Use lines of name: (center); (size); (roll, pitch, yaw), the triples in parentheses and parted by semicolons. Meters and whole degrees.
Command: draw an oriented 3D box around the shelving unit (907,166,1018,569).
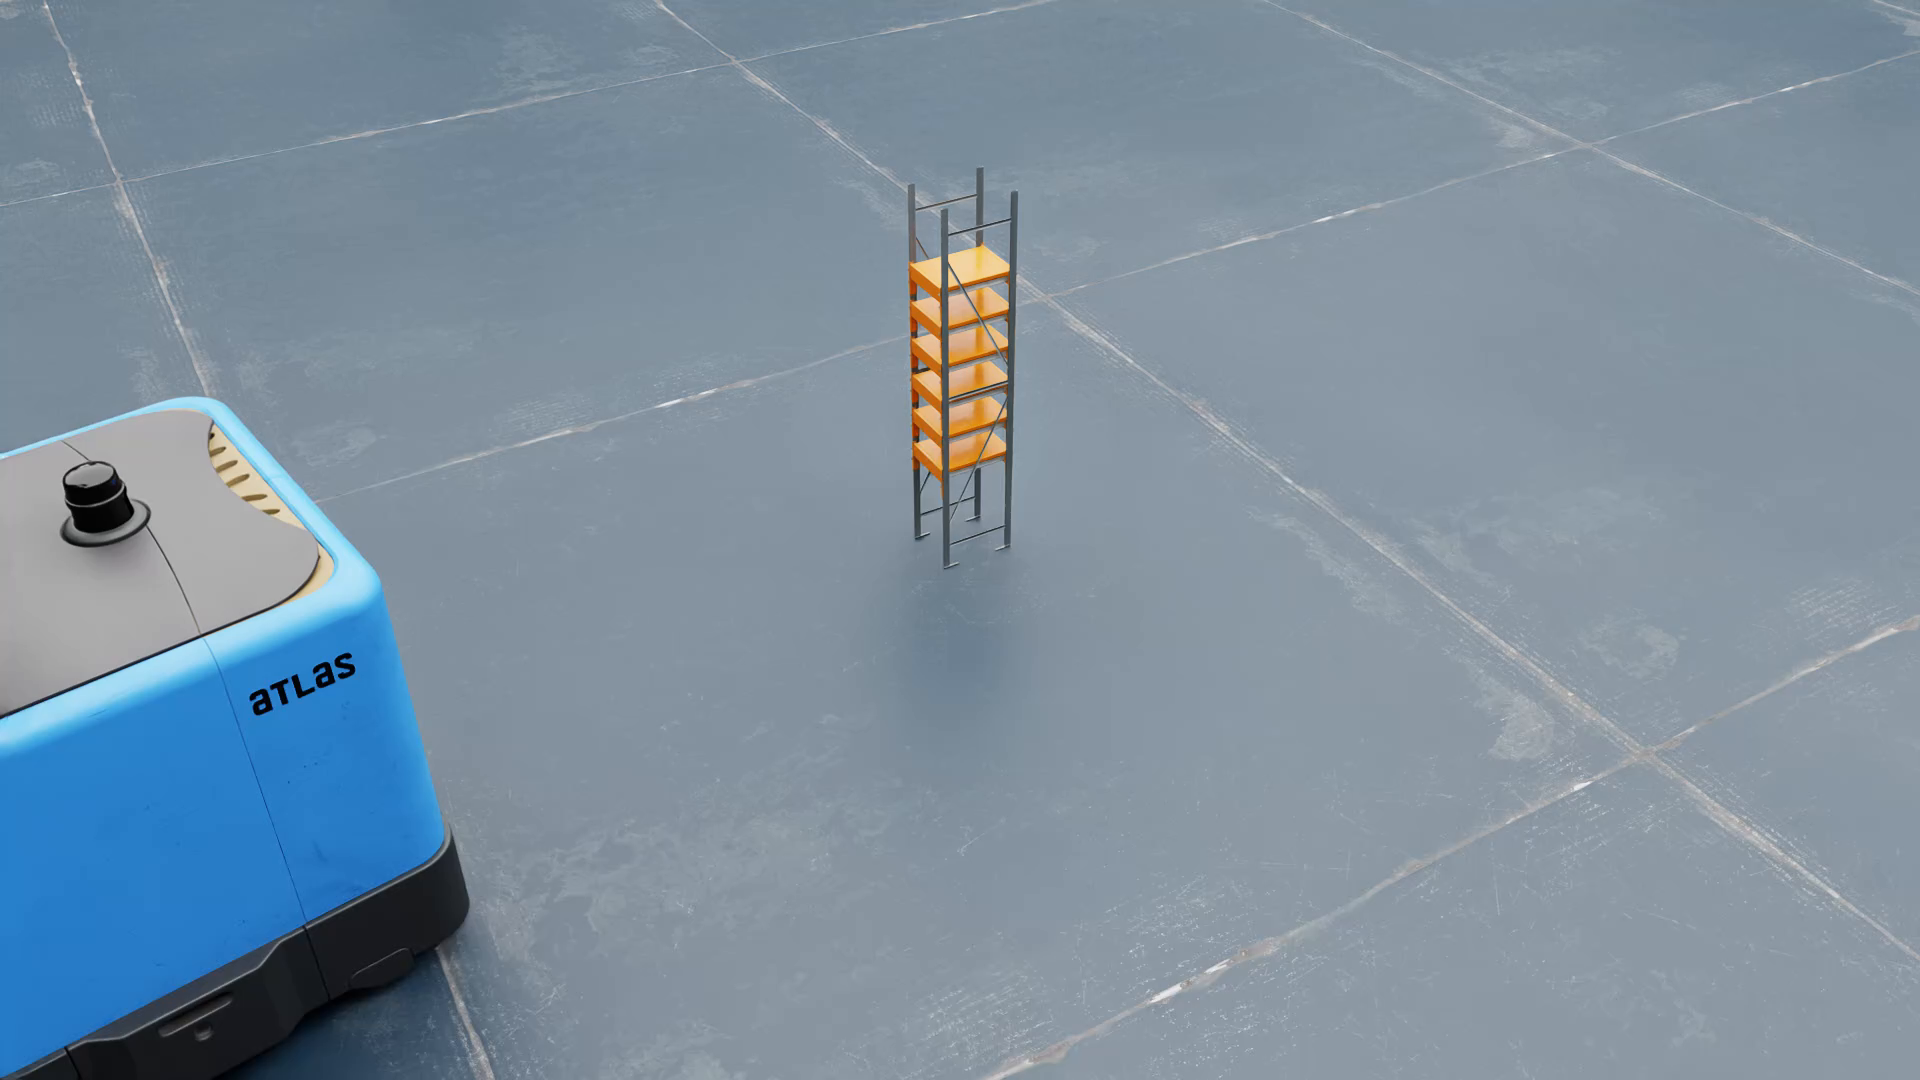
shelving unit: (0.007, -0.477, 4.886); (0.258, 1.200, 0.189); (-19, 40, -24)

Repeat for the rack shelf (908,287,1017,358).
rack shelf: (0.007, -0.635, 4.771); (0.258, 0.103, 0.180); (-19, 40, -24)

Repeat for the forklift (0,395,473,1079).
forklift: (-2.611, 0.090, 2.641); (3.031, 2.935, 1.130); (-26, 43, -31)

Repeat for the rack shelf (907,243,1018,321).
rack shelf: (0.007, -0.732, 4.700); (0.258, 0.103, 0.180); (-19, 40, -24)

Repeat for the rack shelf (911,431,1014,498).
rack shelf: (0.007, -0.247, 5.054); (0.258, 0.103, 0.180); (-19, 40, -24)

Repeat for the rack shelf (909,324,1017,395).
rack shelf: (0.007, -0.538, 4.841); (0.258, 0.103, 0.180); (-19, 40, -24)

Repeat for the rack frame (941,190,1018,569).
rack frame: (0.053, -0.430, 4.822); (0.240, 1.200, 0.006); (-19, 40, -24)

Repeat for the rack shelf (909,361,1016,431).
rack shelf: (0.007, -0.441, 4.912); (0.258, 0.103, 0.180); (-19, 40, -24)

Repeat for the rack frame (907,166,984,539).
rack frame: (-0.039, -0.524, 4.950); (0.240, 1.200, 0.006); (-19, 40, -24)

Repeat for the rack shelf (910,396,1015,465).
rack shelf: (0.007, -0.344, 4.983); (0.258, 0.103, 0.180); (-19, 40, -24)
